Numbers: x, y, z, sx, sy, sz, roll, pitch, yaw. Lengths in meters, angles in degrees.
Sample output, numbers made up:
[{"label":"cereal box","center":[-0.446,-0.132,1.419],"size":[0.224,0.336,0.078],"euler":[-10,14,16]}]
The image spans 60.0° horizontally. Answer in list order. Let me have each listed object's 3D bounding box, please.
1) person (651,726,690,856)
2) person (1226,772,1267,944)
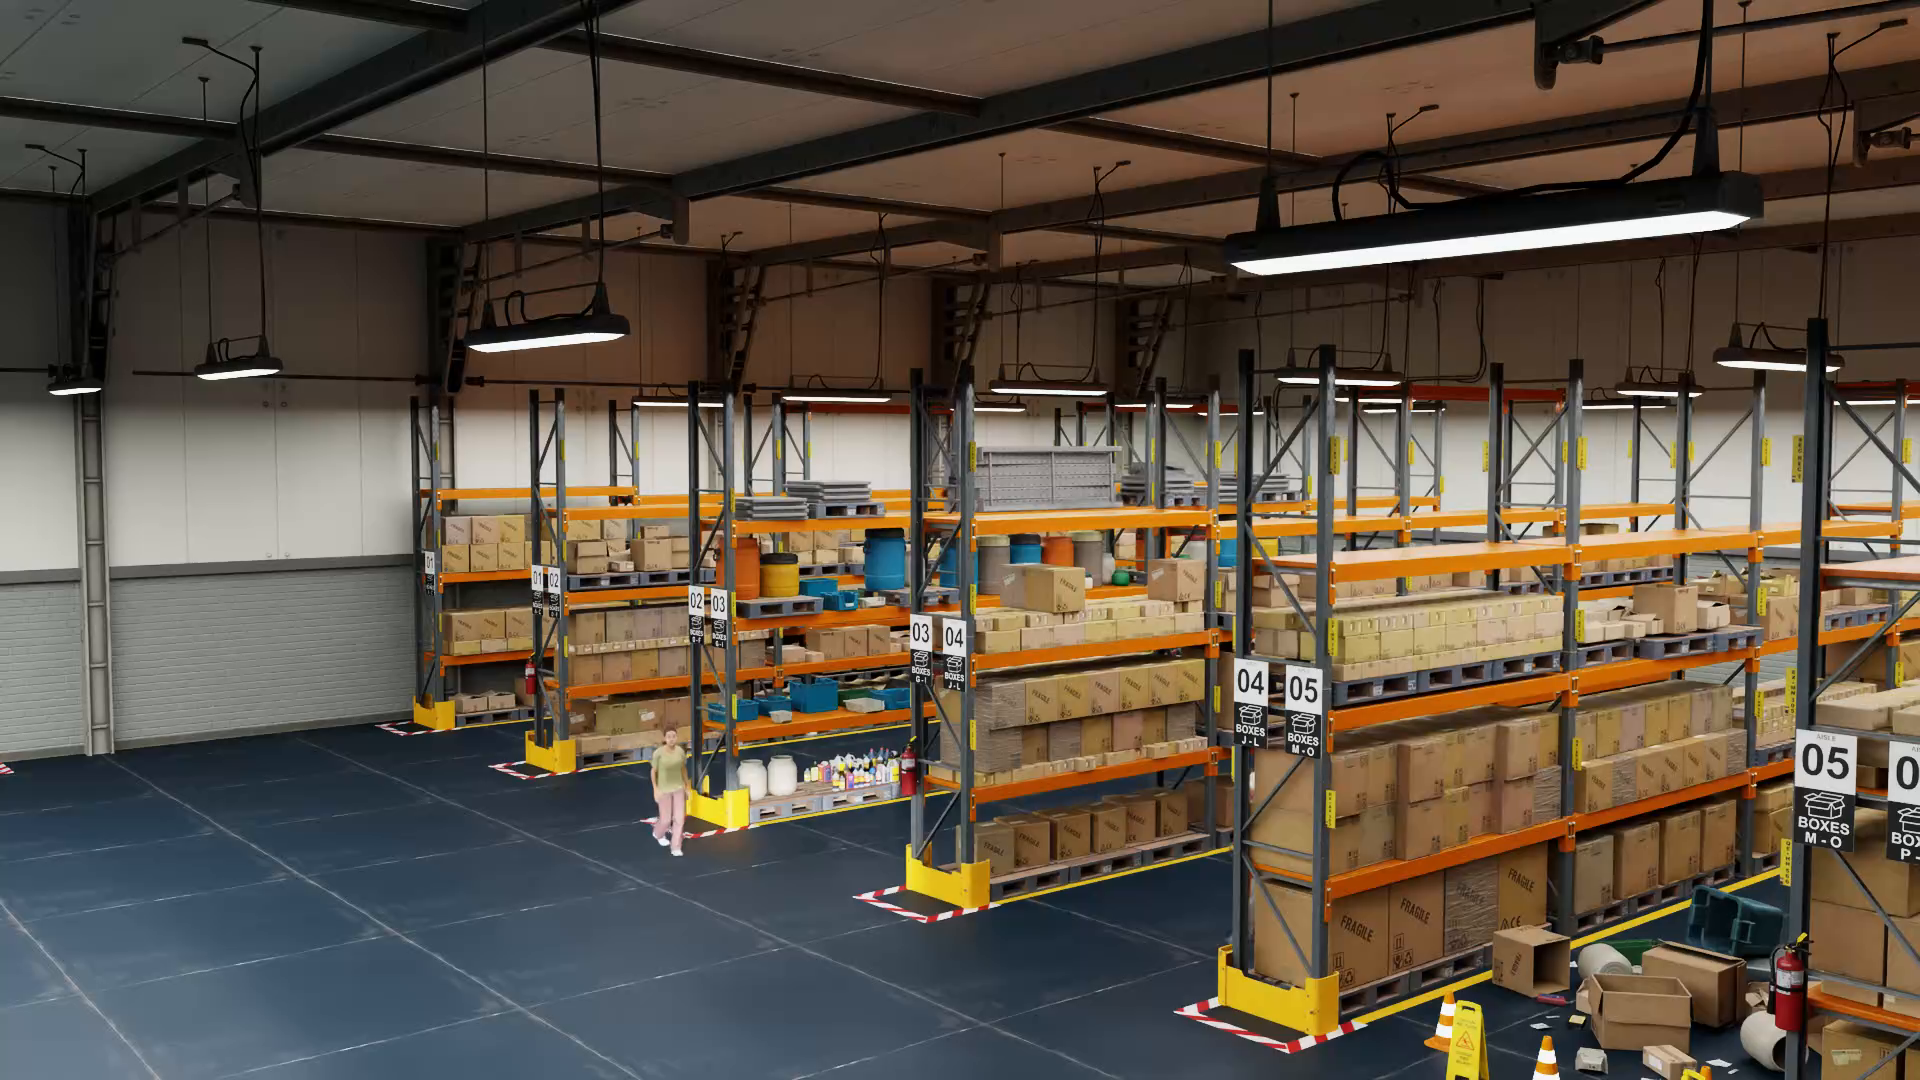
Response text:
[{"label":"person","center":[-3.651,3.250,20.892],"size":[0.491,1.378,0.690],"euler":[-1,4,-24]},{"label":"person","center":[3.090,3.268,17.355],"size":[0.760,1.765,0.696],"euler":[0,3,-7]}]
